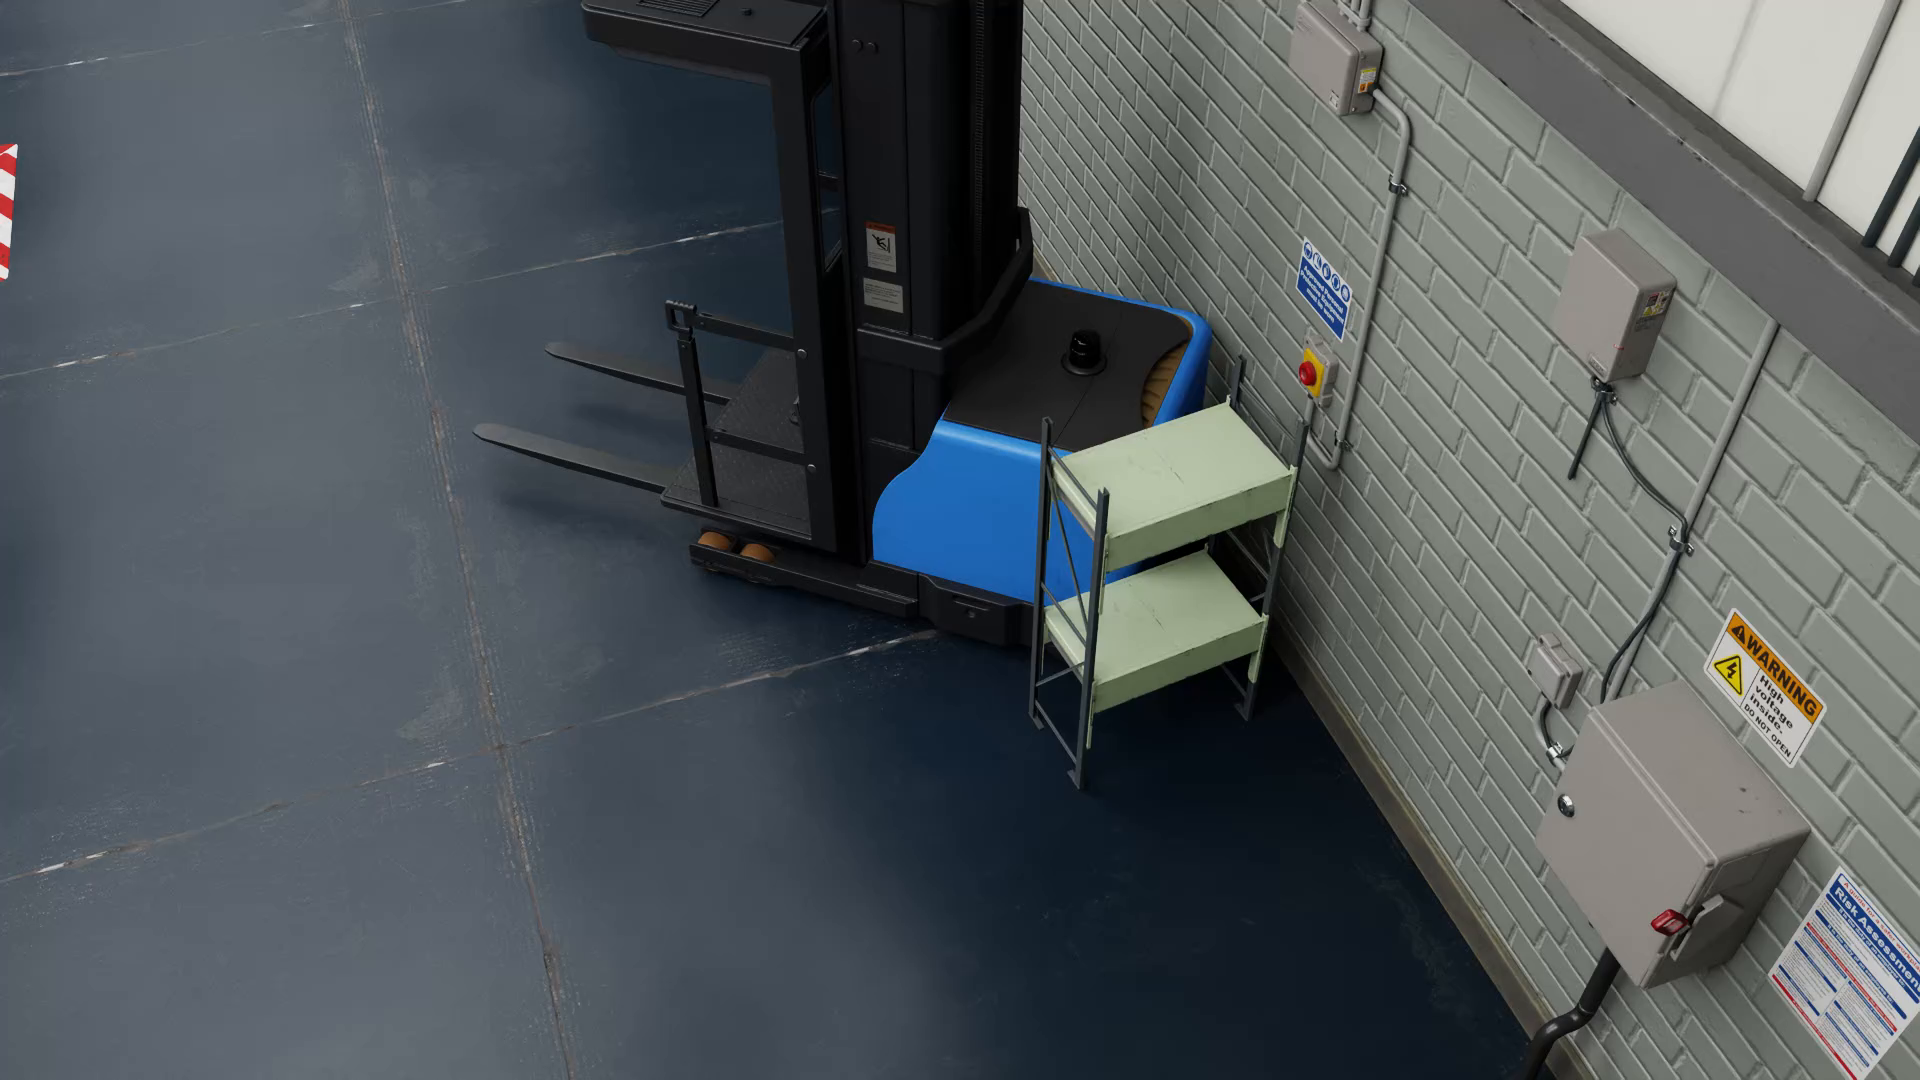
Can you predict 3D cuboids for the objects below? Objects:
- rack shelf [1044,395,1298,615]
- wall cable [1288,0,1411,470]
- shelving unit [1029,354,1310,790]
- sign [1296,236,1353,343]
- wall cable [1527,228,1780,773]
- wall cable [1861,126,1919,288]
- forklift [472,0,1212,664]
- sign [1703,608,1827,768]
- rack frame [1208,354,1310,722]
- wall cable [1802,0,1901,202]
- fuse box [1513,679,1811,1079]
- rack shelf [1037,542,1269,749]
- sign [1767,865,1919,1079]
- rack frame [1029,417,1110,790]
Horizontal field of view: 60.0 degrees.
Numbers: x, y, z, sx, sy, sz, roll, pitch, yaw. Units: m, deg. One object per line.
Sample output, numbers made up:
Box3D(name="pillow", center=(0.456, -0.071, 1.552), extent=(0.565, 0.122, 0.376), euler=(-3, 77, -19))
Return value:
Box3D(name="rack shelf", center=(0.690, -0.125, 5.574), extent=(0.720, 0.370, 0.431), euler=(-19, 48, -18))
Box3D(name="wall cable", center=(1.180, -1.071, 5.270), extent=(0.123, 1.953, 0.585), euler=(-14, 47, -14))
Box3D(name="shelving unit", center=(0.690, 0.150, 5.851), extent=(0.755, 1.500, 0.431), euler=(-19, 48, -18))
Box3D(name="sign", center=(1.221, -0.844, 5.592), extent=(0.001, 0.218, 0.327), euler=(-14, 47, -14))
Box3D(name="wall cable", center=(1.673, -0.118, 4.342), extent=(0.122, 1.984, 0.588), euler=(-14, 47, -14))
Box3D(name="wall cable", center=(2.302, -0.650, 1.327), extent=(0.133, 3.039, 2.988), euler=(-14, 47, -14))
Box3D(name="forklift", center=(-0.584, -1.190, 6.176), extent=(3.031, 2.935, 1.130), euler=(15, 47, 14))
Box3D(name="sign", center=(1.932, 0.355, 4.005), extent=(0.001, 0.242, 0.339), euler=(-14, 47, -14))
Box3D(name="rack frame", center=(1.020, 0.037, 5.964), extent=(0.023, 1.500, 0.400), euler=(-19, 48, -18))
Box3D(name="wall cable", center=(1.392, -2.502, 3.199), extent=(0.029, 3.000, 2.355), euler=(-14, 47, -14))
Box3D(name="fuse box", center=(1.756, 1.188, 4.667), extent=(0.414, 1.711, 0.539), euler=(-14, 47, -14))
Box3D(name="rack shelf", center=(0.690, 0.380, 6.082), extent=(0.720, 0.370, 0.431), euler=(-19, 48, -18))
Box3D(name="sign", center=(2.119, 1.046, 3.966), extent=(0.001, 0.494, 0.329), euler=(-14, 47, -14))
Box3D(name="rack frame", center=(0.361, 0.263, 5.738), extent=(0.023, 1.500, 0.400), euler=(-19, 48, -18))
